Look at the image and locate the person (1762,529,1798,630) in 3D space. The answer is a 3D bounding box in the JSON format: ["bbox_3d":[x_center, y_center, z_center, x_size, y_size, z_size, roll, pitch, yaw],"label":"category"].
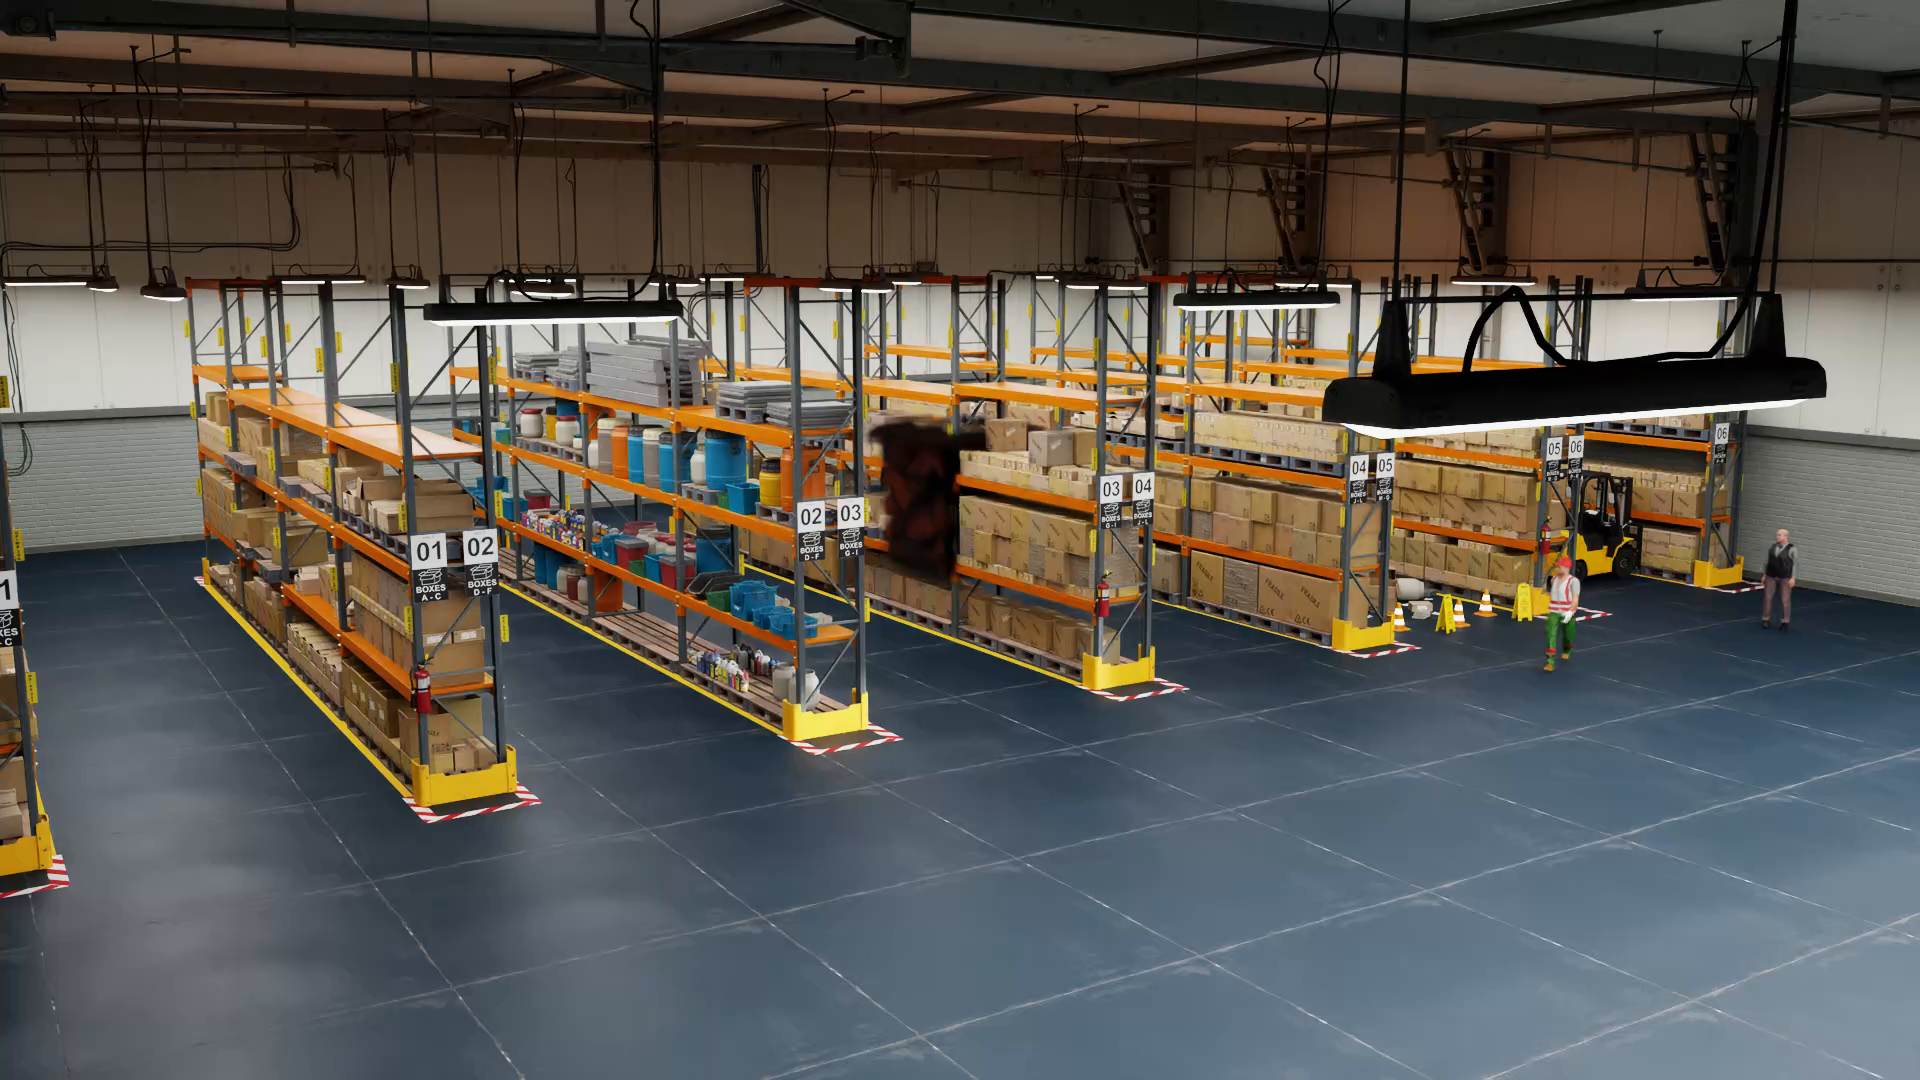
[{"bbox_3d":[14.190,0.641,28.792,0.564,1.668,0.391,7,12,34],"label":"person"}]

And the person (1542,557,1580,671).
[{"bbox_3d":[9.401,1.147,25.974,0.483,1.748,1.047,4,10,20],"label":"person"}]
